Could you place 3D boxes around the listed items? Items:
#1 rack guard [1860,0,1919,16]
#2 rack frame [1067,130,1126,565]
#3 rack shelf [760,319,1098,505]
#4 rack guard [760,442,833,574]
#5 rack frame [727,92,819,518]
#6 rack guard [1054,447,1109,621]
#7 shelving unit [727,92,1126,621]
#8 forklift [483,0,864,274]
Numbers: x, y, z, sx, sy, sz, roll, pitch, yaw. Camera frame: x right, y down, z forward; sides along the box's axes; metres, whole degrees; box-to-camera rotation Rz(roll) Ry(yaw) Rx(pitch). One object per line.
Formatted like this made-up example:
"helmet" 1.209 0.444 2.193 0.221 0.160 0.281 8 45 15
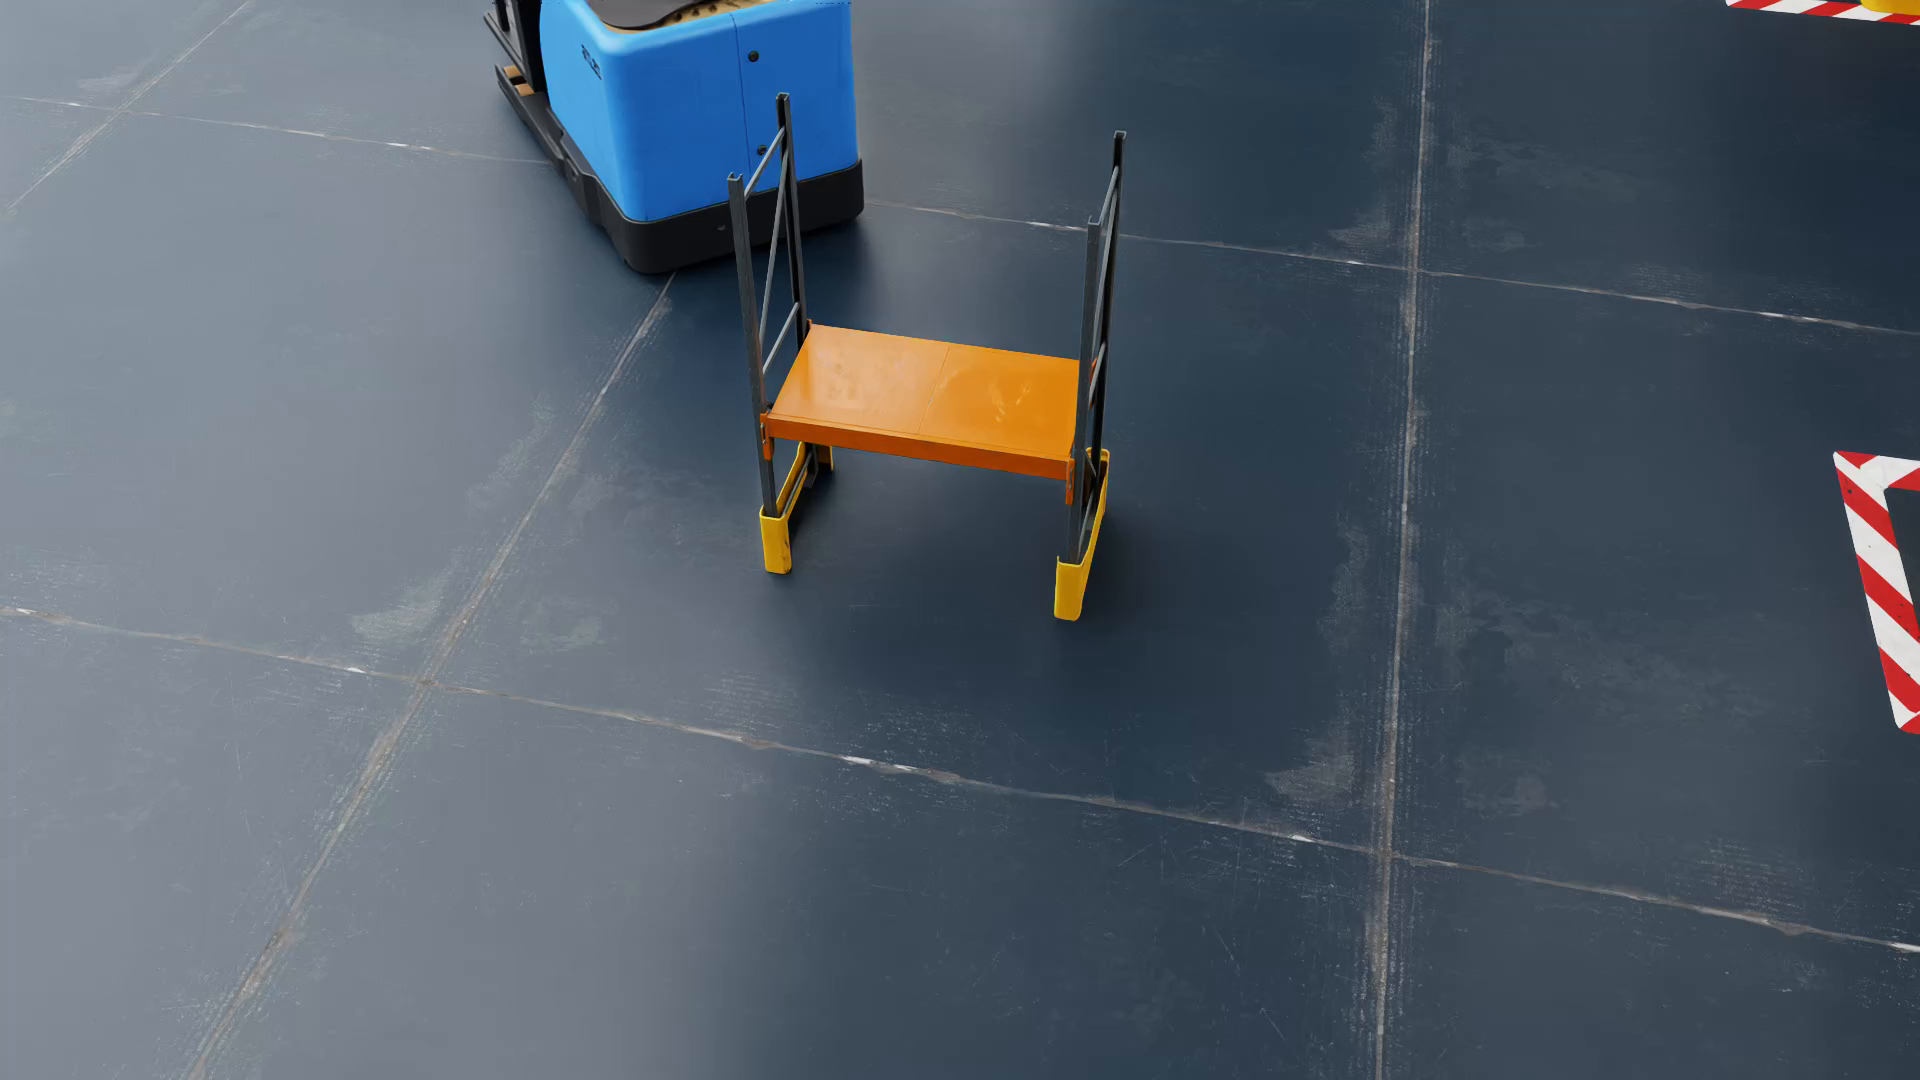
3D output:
"rack guard" 4.969 -3.284 8.802 0.348 0.500 1.175 9 45 9
"rack frame" 0.413 -0.476 5.163 0.032 1.500 0.500 9 45 9
"rack shelf" -0.083 -0.424 5.368 1.000 0.185 0.538 9 45 9
"rack guard" -0.560 -0.177 5.754 0.087 0.250 0.587 9 45 9
"rack frame" -0.579 -0.630 5.323 0.032 1.500 0.500 9 45 9
"rack guard" 0.412 -0.026 5.597 0.087 0.250 0.587 9 45 9
"shelving unit" -0.074 -0.552 5.242 1.083 1.500 0.587 9 45 9
"forklift" -1.544 -3.161 6.921 1.130 2.935 3.031 -20 47 -20
